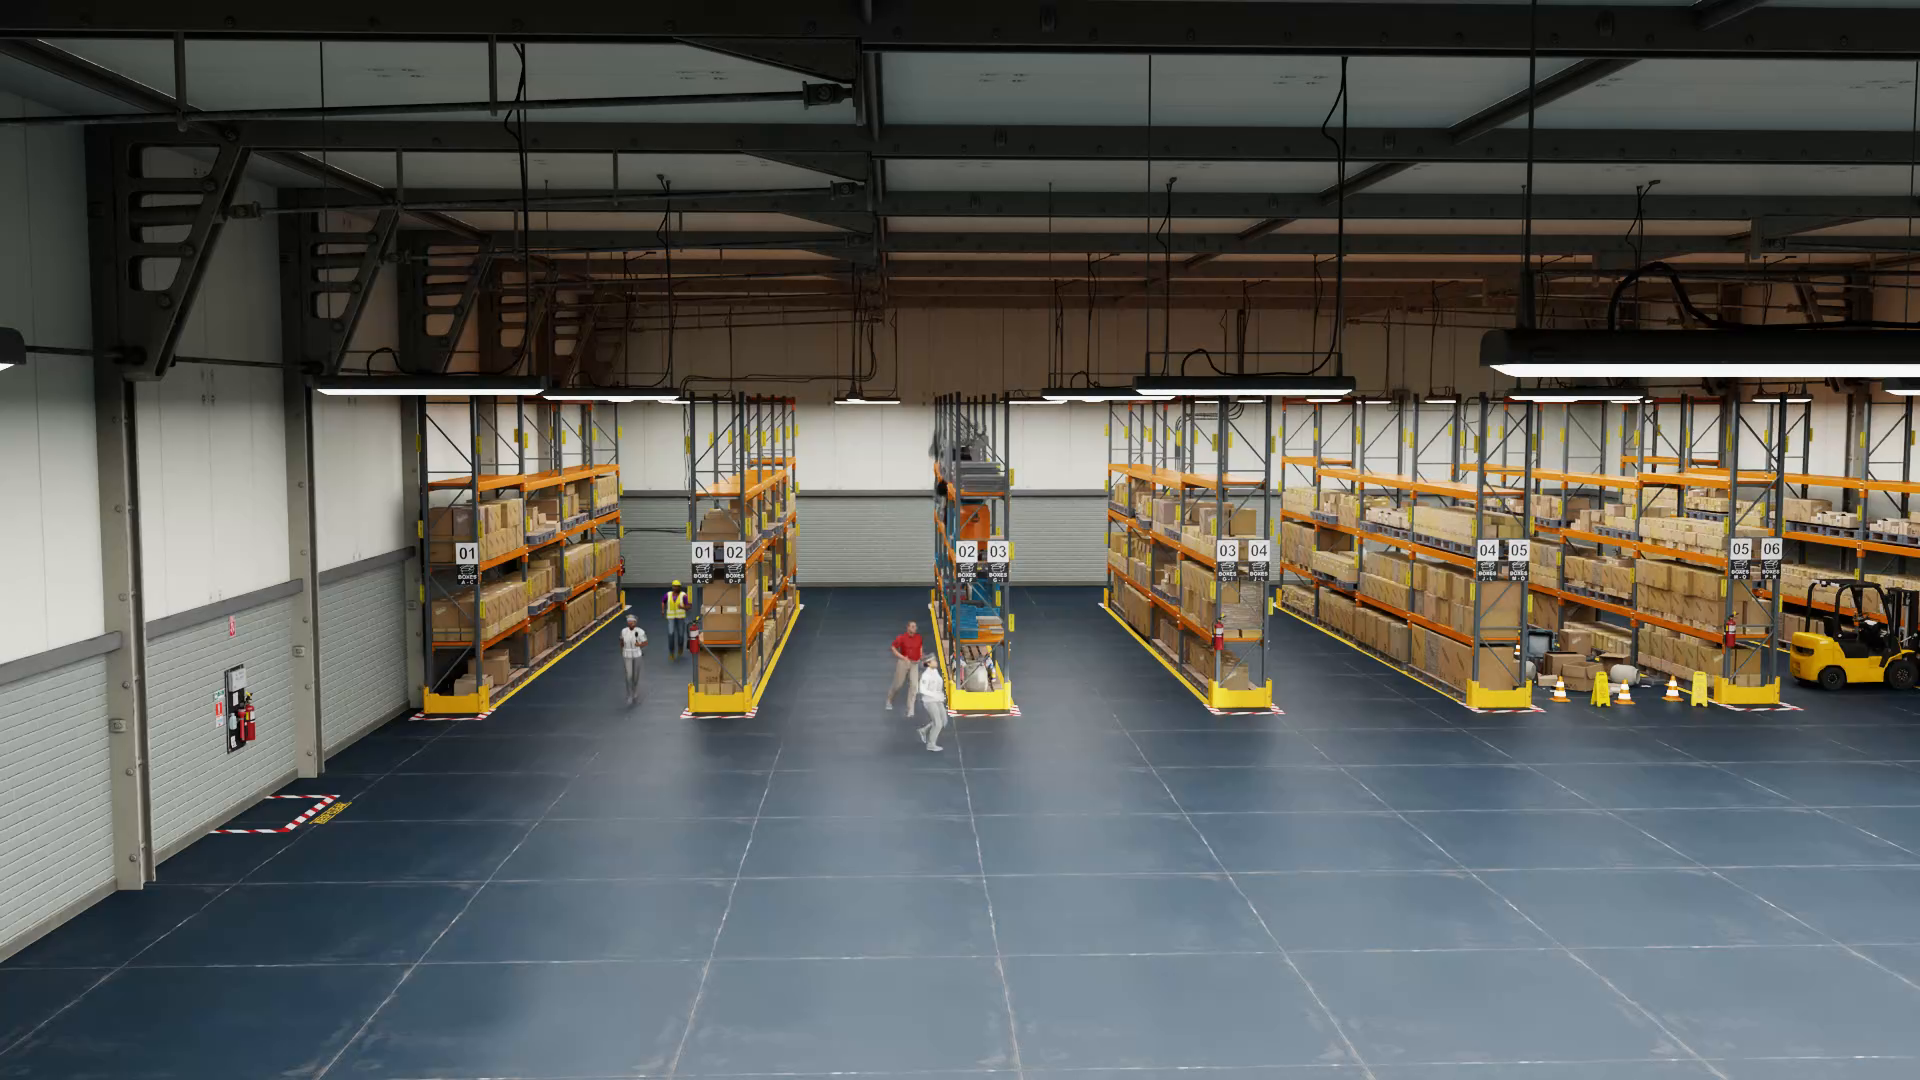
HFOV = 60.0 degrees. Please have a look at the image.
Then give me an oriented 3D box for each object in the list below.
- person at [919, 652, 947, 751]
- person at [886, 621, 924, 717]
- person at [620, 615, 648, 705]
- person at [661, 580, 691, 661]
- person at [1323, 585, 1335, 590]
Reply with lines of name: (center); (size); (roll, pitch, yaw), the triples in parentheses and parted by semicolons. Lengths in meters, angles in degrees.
person: (-0.442, 2.683, 27.651); (0.539, 1.648, 0.612); (2, 5, 23)
person: (-0.961, 2.393, 31.073); (0.740, 1.758, 0.852); (-2, 5, -24)
person: (-6.326, 2.301, 32.285); (0.553, 1.753, 0.799); (-1, 5, -10)
person: (-6.443, 1.816, 37.748); (0.674, 1.828, 0.782); (-1, 5, -7)
person: (10.885, 0.919, 49.017); (0.785, 1.834, 0.688); (-1, 5, -15)
